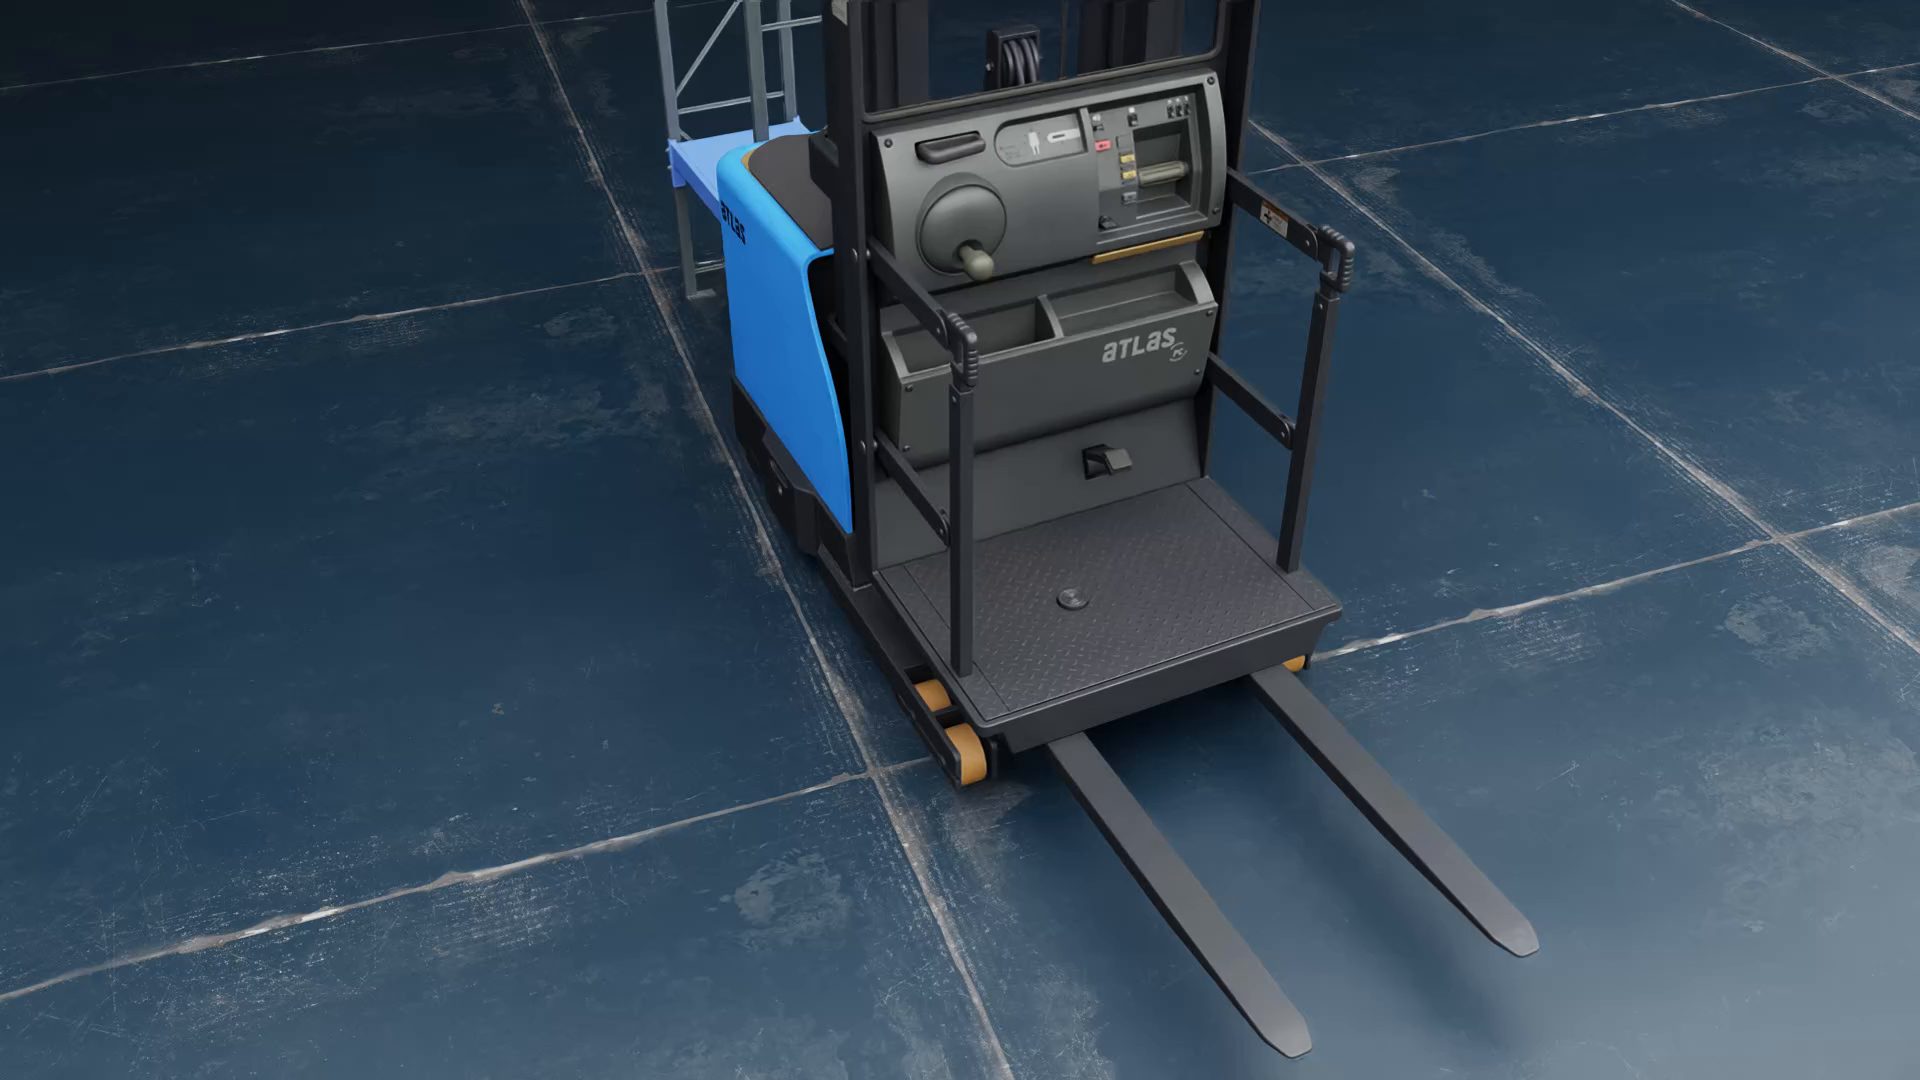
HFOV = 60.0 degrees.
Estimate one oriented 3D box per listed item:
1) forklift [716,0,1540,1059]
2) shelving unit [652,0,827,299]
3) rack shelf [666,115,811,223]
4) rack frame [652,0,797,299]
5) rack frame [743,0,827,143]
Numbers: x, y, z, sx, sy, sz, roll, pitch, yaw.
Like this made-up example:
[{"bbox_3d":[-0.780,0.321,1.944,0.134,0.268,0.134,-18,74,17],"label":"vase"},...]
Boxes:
[{"bbox_3d":[0.334,-0.825,3.909,1.130,2.935,3.031,-16,40,-20],"label":"forklift"},{"bbox_3d":[-0.627,-1.337,5.778,0.538,1.500,1.048,-16,40,-20],"label":"shelving unit"},{"bbox_3d":[-0.627,-1.193,5.886,0.538,0.185,1.000,-16,40,-20],"label":"rack shelf"},{"bbox_3d":[-0.846,-1.613,6.144,0.500,1.500,0.032,-16,40,-20],"label":"rack frame"},{"bbox_3d":[-0.408,-1.061,5.411,0.500,1.500,0.032,-16,40,-20],"label":"rack frame"}]
